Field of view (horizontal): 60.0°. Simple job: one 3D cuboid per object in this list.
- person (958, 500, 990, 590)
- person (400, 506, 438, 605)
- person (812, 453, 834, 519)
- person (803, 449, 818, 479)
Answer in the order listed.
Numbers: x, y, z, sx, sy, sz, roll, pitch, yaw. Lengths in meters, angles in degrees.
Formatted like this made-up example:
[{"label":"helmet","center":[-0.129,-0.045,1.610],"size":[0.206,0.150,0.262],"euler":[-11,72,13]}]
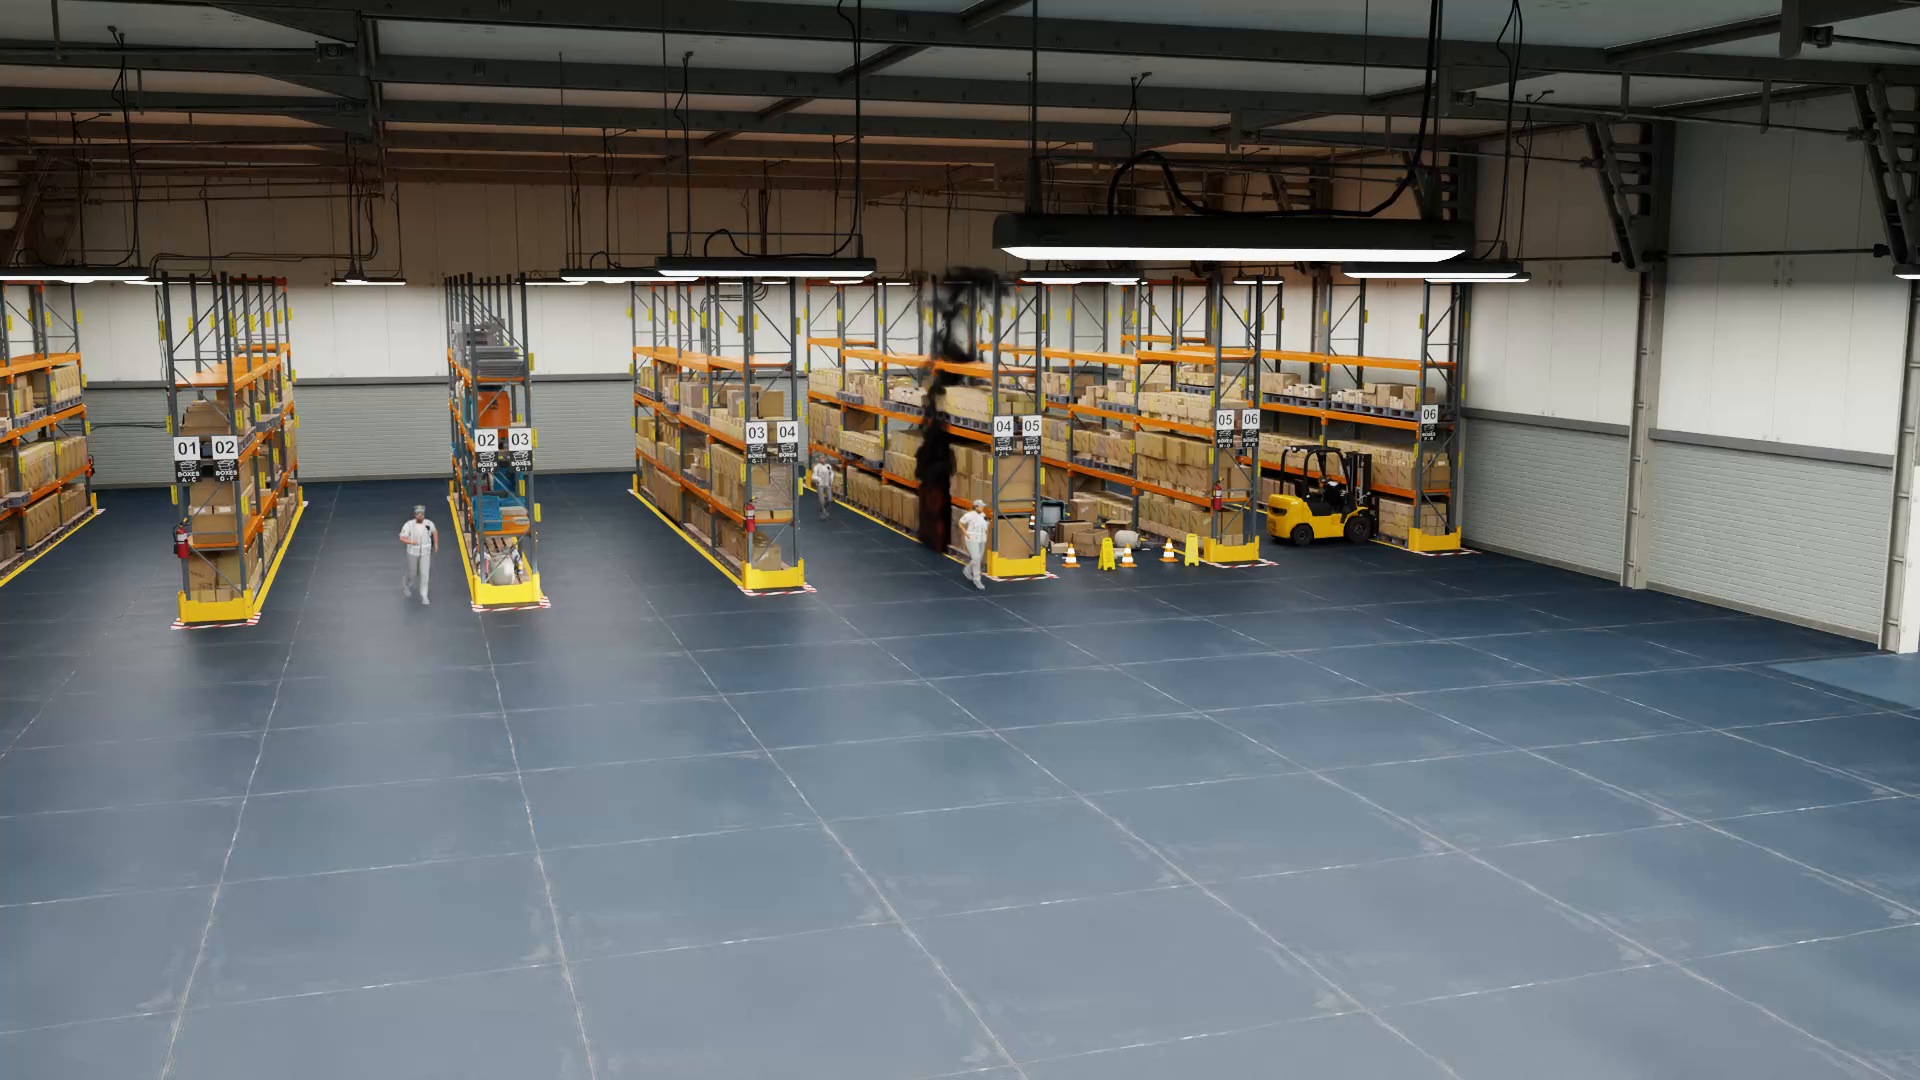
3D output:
[{"label":"person","center":[0.339,0.049,32.239],"size":[0.629,1.668,0.927],"euler":[-8,11,-41]},{"label":"person","center":[-9.929,0.235,30.566],"size":[0.701,1.779,0.982],"euler":[-4,10,-26]},{"label":"person","center":[-3.370,-1.345,41.406],"size":[0.602,1.655,0.554],"euler":[-3,9,-19]},{"label":"person","center":[-4.452,-2.576,49.786],"size":[0.656,1.585,0.627],"euler":[2,9,13]}]
